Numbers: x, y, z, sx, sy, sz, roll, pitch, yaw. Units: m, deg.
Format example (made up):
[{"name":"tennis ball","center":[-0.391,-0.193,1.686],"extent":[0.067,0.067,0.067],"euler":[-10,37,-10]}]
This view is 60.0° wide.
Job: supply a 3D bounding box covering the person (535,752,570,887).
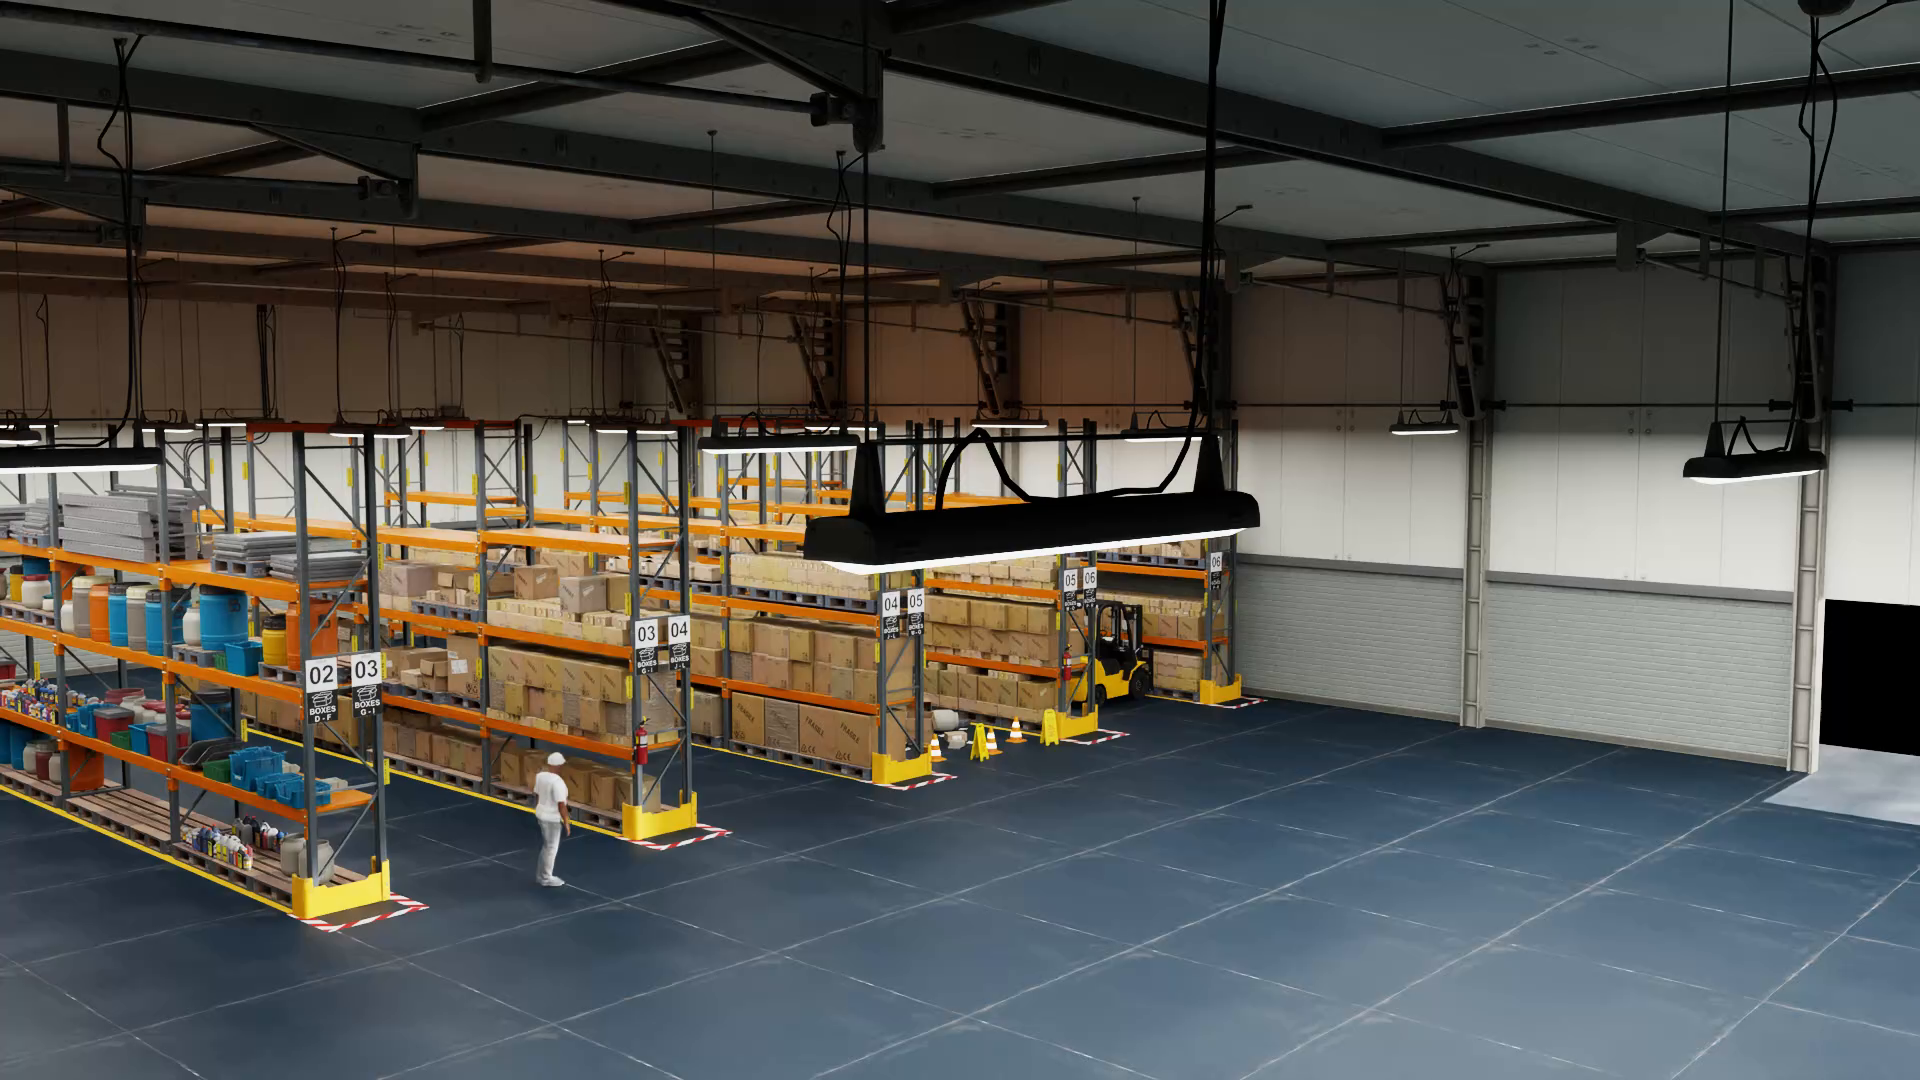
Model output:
[{"name":"person","center":[-5.362,3.664,21.854],"extent":[0.406,1.761,0.620],"euler":[-3,6,-33]}]
